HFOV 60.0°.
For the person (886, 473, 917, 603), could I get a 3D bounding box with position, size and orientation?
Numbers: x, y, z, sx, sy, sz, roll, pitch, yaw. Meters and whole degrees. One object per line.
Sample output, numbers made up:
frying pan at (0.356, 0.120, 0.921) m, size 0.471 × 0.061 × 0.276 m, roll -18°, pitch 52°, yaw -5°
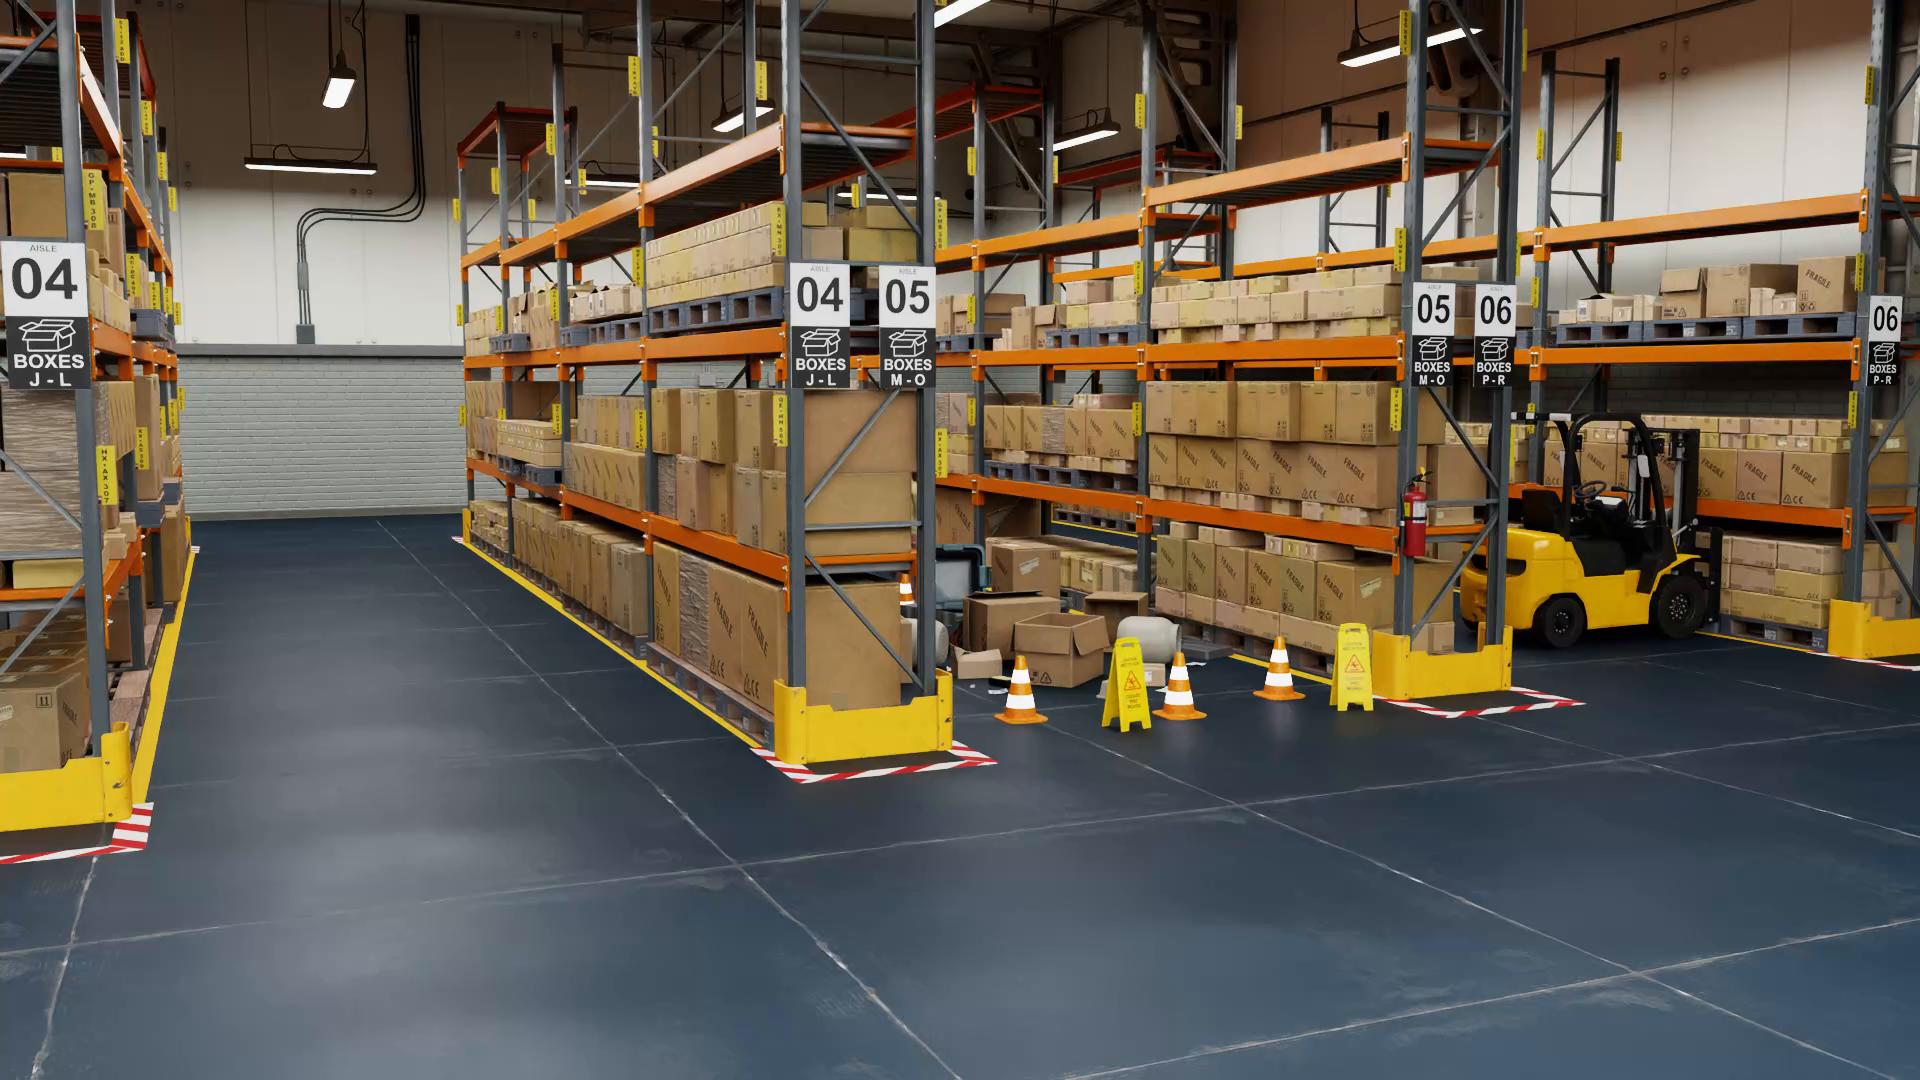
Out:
person at (-0.536, -0.043, 17.288) m, size 0.517 × 1.665 × 0.459 m, roll -2°, pitch 6°, yaw -24°
